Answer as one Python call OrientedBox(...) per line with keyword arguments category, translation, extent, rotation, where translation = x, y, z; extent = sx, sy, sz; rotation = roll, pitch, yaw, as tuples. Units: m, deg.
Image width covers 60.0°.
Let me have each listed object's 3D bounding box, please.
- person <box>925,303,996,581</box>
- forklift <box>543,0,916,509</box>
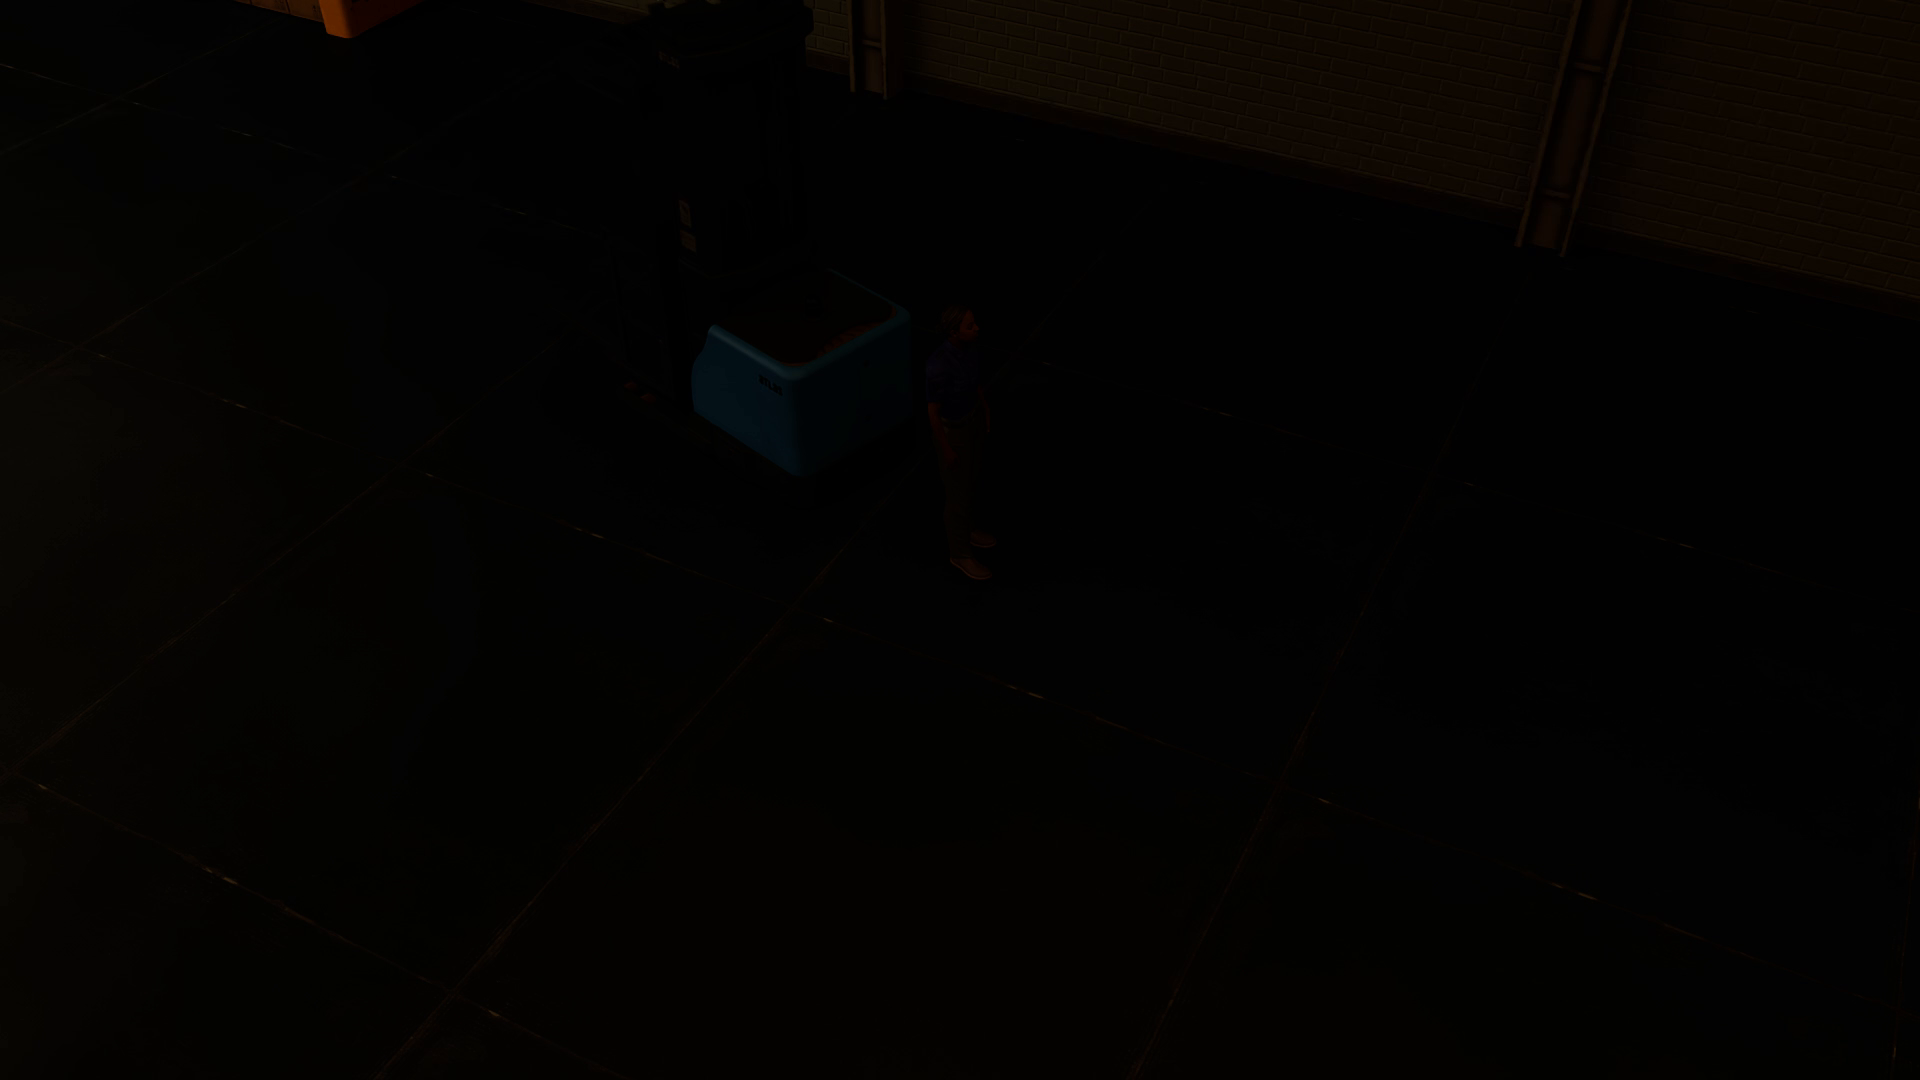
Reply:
OrientedBox(category="person", translation=(0.069, -0.601, 9.680), extent=(0.504, 1.654, 0.570), rotation=(18, 43, 21))
OrientedBox(category="forklift", translation=(-1.691, -2.156, 10.547), extent=(3.031, 2.935, 1.130), rotation=(32, 50, 32))
